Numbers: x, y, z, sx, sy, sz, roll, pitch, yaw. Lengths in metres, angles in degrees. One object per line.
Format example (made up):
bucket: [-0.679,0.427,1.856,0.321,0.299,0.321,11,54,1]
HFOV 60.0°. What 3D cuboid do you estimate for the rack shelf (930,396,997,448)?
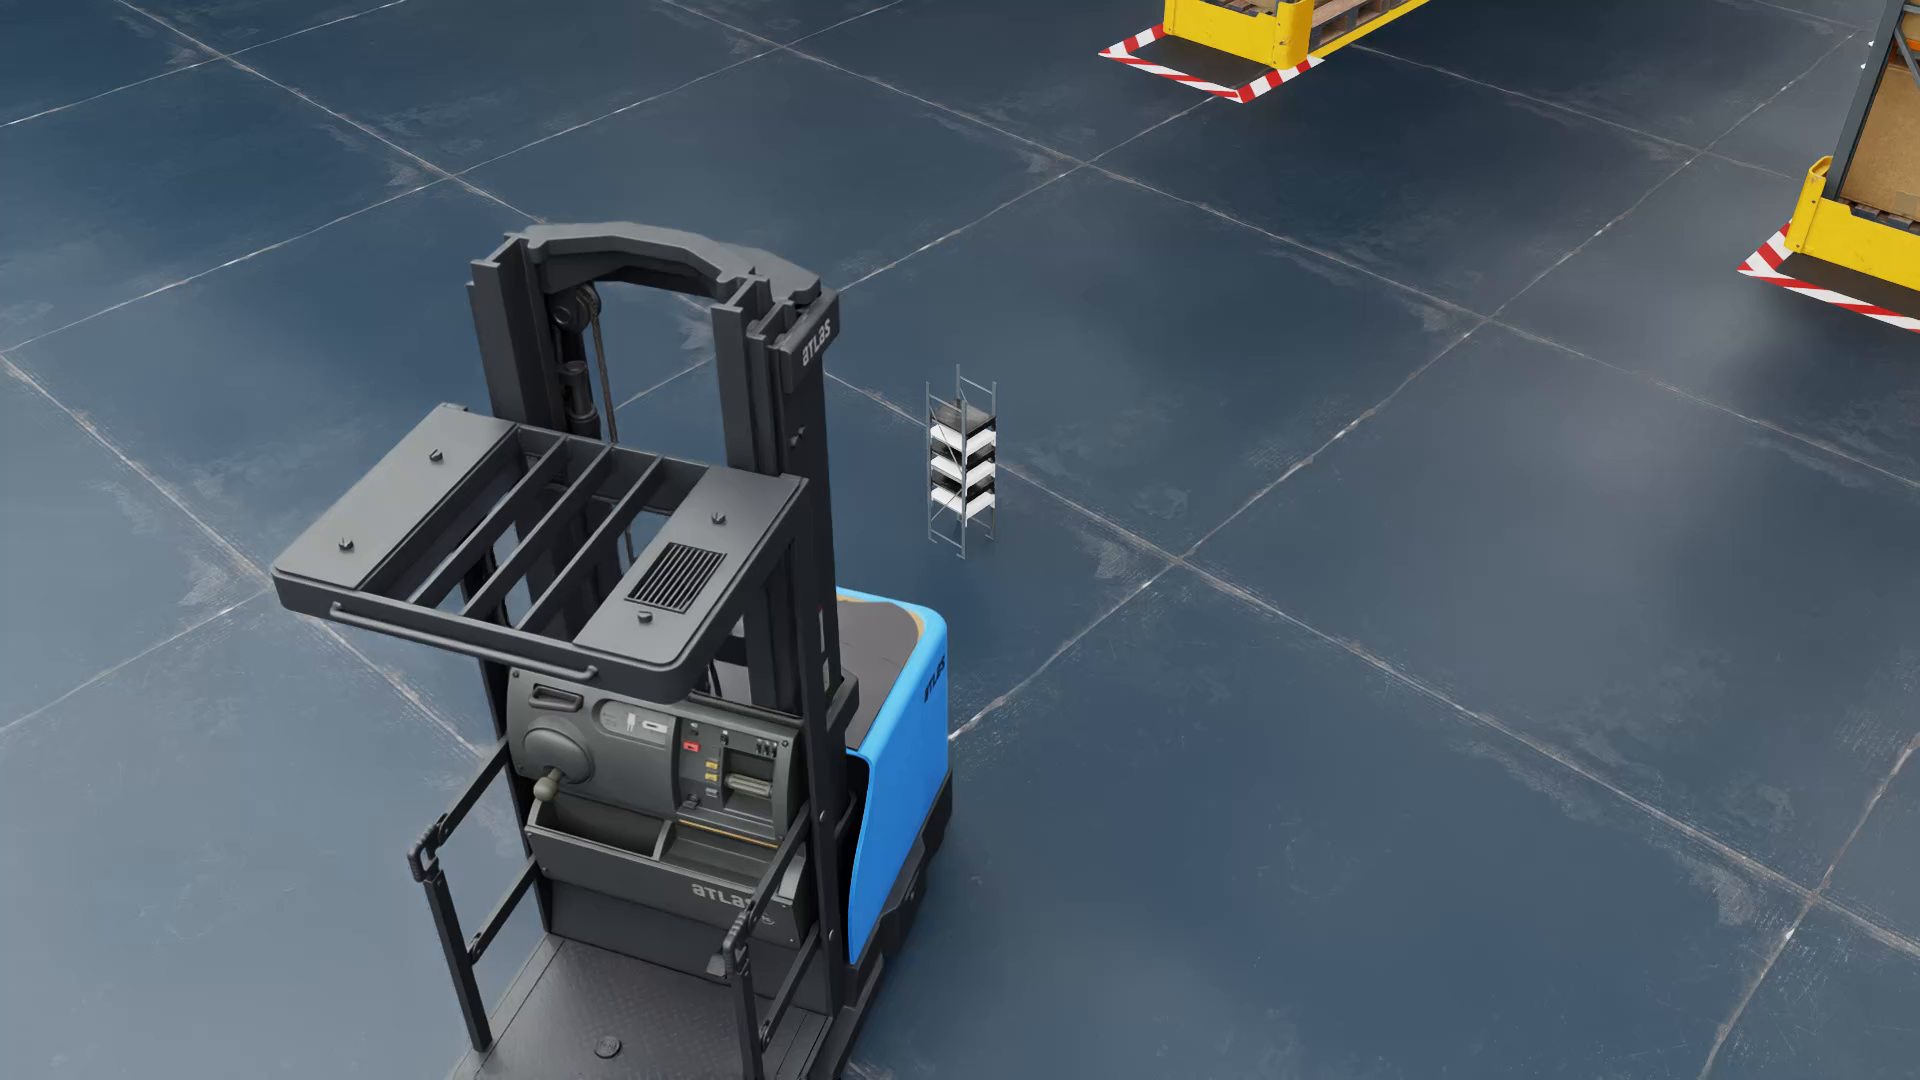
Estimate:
rack shelf: [0.005,-0.541,7.611,0.258,0.077,0.200,30,47,32]

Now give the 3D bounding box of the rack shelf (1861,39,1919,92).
rack shelf: [7.006,-3.478,10.575,1.077,0.370,4.000,30,47,32]

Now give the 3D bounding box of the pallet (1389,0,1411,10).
pallet: [3.512,-4.829,13.937,1.003,0.211,1.213,30,47,32]

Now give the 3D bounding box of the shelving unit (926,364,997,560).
shelving unit: [0.005,-0.356,7.758,0.258,0.900,0.210,30,47,32]

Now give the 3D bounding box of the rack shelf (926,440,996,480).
rack shelf: [0.005,-0.400,7.723,0.258,0.077,0.200,30,47,32]

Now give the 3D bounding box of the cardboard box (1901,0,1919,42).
cardboard box: [5.874,-3.089,9.387,0.875,0.550,0.550,30,47,32]

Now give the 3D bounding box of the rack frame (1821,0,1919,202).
rack frame: [5.657,-2.841,9.196,1.000,3.000,0.127,30,47,32]

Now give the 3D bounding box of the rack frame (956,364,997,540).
rack frame: [0.074,-0.403,7.817,0.240,0.900,0.006,30,47,32]

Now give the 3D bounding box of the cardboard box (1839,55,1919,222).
cardboard box: [6.065,-2.513,10.153,0.875,0.875,0.875,30,47,32]

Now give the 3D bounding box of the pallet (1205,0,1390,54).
pallet: [2.689,-4.272,13.236,1.003,0.211,1.213,30,47,32]

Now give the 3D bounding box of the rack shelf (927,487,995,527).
rack shelf: [0.005,-0.189,7.891,0.258,0.077,0.200,30,47,32]

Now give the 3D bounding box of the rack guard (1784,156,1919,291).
rack guard: [5.640,-1.851,9.960,1.175,0.500,0.348,30,47,32]

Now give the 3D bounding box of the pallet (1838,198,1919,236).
pallet: [6.138,-2.149,10.567,1.003,0.211,1.213,30,47,32]

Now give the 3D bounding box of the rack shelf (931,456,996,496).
rack shelf: [0.005,-0.330,7.779,0.258,0.077,0.200,30,47,32]

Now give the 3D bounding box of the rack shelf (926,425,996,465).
rack shelf: [0.005,-0.471,7.667,0.258,0.077,0.200,30,47,32]

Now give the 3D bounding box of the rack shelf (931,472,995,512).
rack shelf: [0.005,-0.259,7.835,0.258,0.077,0.200,30,47,32]

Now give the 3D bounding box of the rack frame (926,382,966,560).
rack frame: [-0.063,-0.309,7.699,0.240,0.900,0.006,30,47,32]

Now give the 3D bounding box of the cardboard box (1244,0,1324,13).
cardboard box: [2.497,-4.435,12.872,0.500,0.500,0.500,-25,45,-28]

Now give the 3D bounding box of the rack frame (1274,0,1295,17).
rack frame: [2.064,-4.970,11.873,1.000,3.000,0.127,30,47,32]

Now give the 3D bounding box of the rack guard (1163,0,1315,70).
rack guard: [2.115,-4.026,12.695,1.175,0.500,0.348,30,47,32]

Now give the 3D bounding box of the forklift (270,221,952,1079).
forklift: [-0.993,0.717,4.777,1.130,2.935,3.031,12,40,15]
